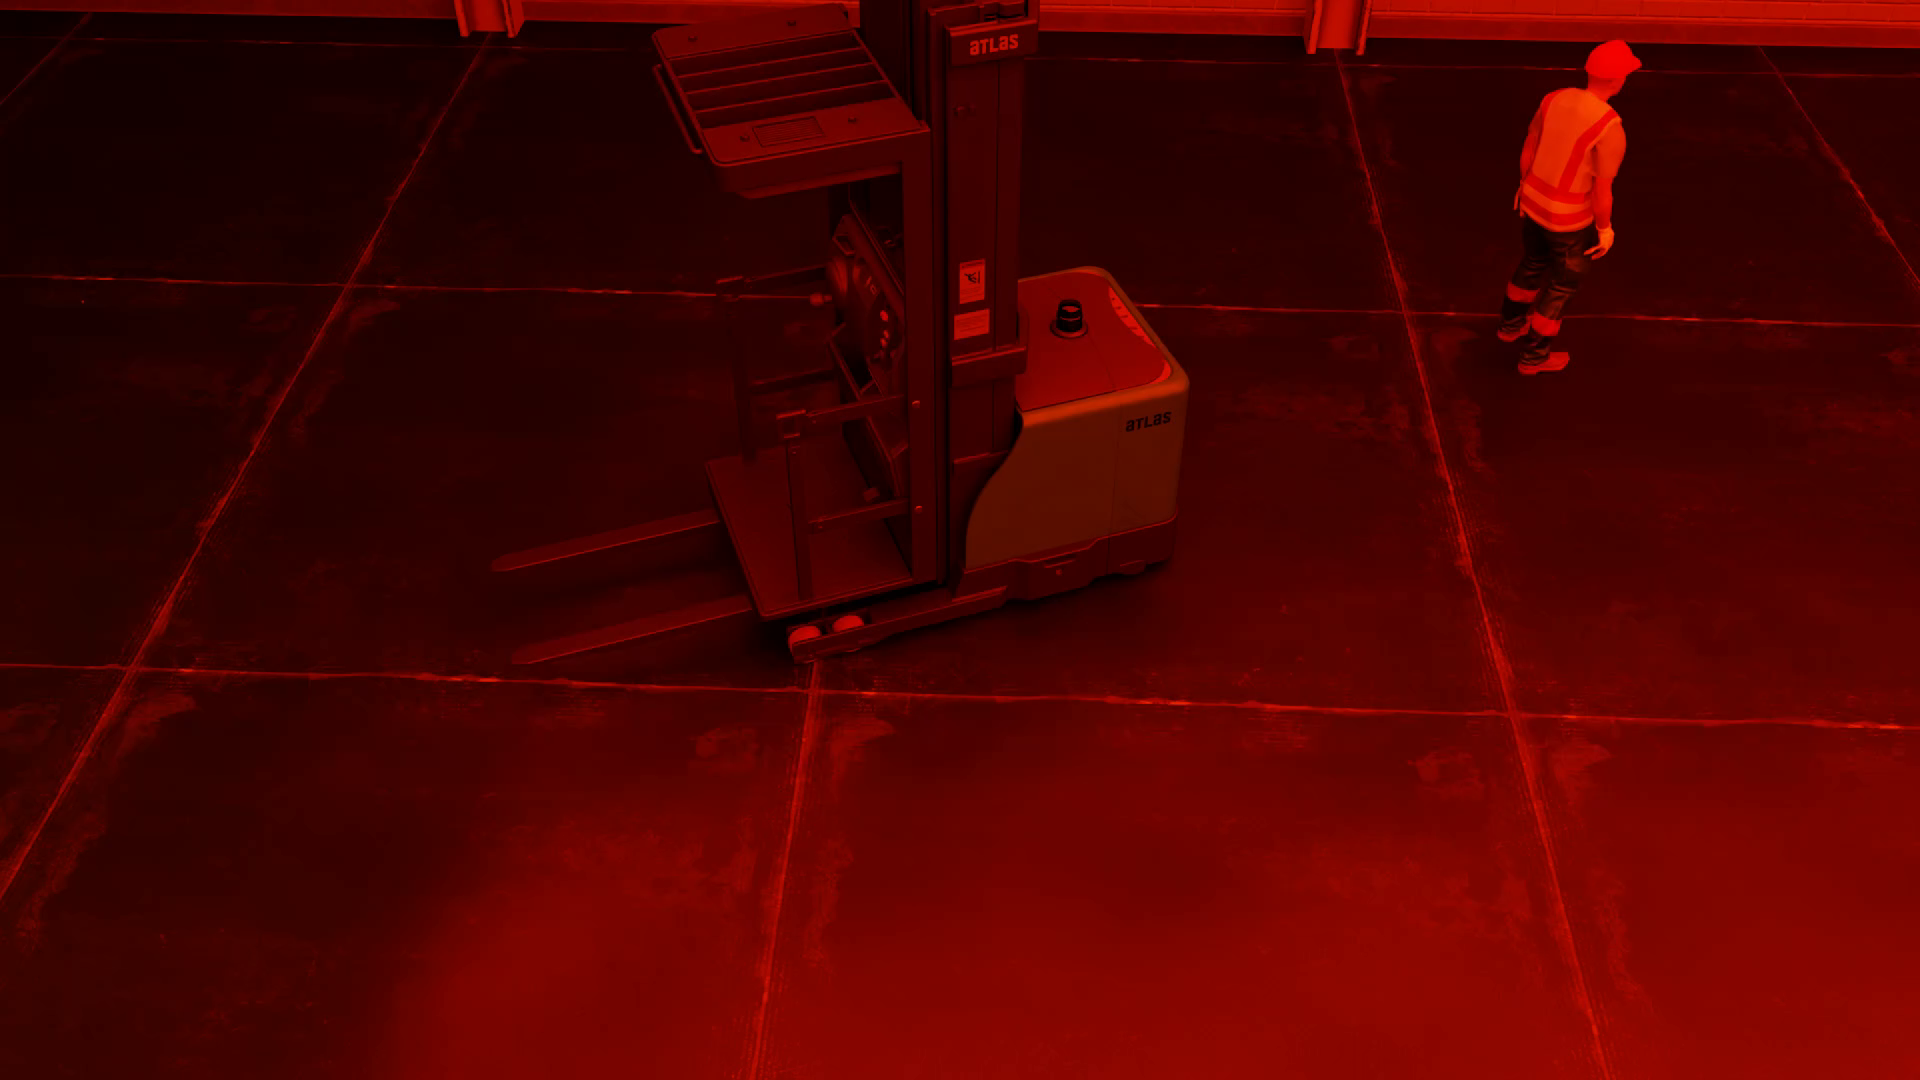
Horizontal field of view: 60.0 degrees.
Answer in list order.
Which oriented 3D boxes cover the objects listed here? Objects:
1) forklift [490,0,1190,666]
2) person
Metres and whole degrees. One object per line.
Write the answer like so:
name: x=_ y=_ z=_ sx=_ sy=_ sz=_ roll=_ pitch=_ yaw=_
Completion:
forklift: x=-0.573 y=-0.945 z=6.778 sx=3.031 sy=2.935 sz=1.130 roll=-13 pitch=44 yaw=-14
person: x=3.081 y=-1.672 z=8.440 sx=0.451 sy=1.786 sz=0.612 roll=-17 pitch=45 yaw=-18
